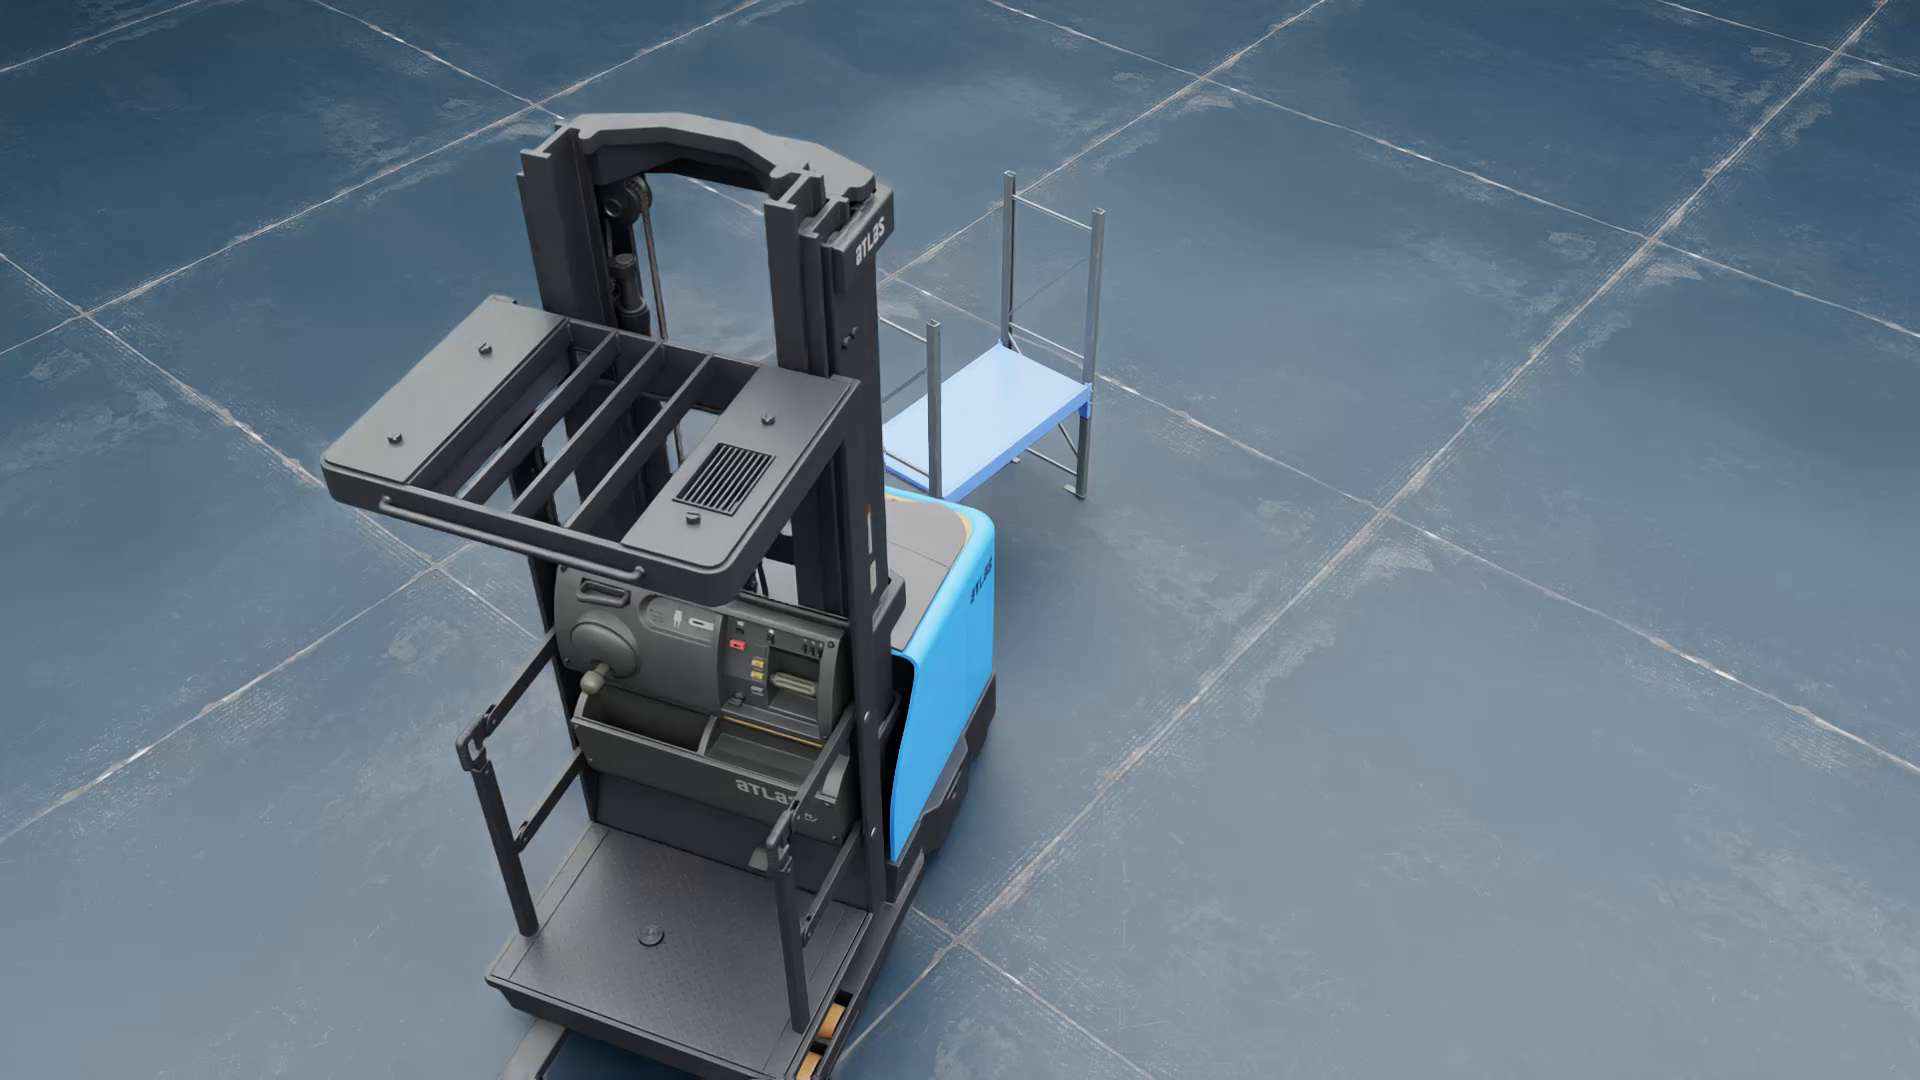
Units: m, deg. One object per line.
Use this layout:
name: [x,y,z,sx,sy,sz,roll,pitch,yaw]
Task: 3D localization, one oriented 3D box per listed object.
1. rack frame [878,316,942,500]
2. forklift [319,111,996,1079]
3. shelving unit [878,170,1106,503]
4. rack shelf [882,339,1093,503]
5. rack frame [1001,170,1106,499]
rack frame: [-0.272,-0.337,6.688,0.500,1.500,0.032,29,50,28]
forklift: [-0.864,0.420,4.792,1.130,2.935,3.031,15,44,15]
shelving unit: [0.055,-0.599,6.976,0.538,1.500,1.048,29,50,28]
rack shelf: [0.055,-0.466,7.097,0.538,0.185,1.000,29,50,28]
rack frame: [0.382,-0.861,7.264,0.500,1.500,0.032,29,50,28]
